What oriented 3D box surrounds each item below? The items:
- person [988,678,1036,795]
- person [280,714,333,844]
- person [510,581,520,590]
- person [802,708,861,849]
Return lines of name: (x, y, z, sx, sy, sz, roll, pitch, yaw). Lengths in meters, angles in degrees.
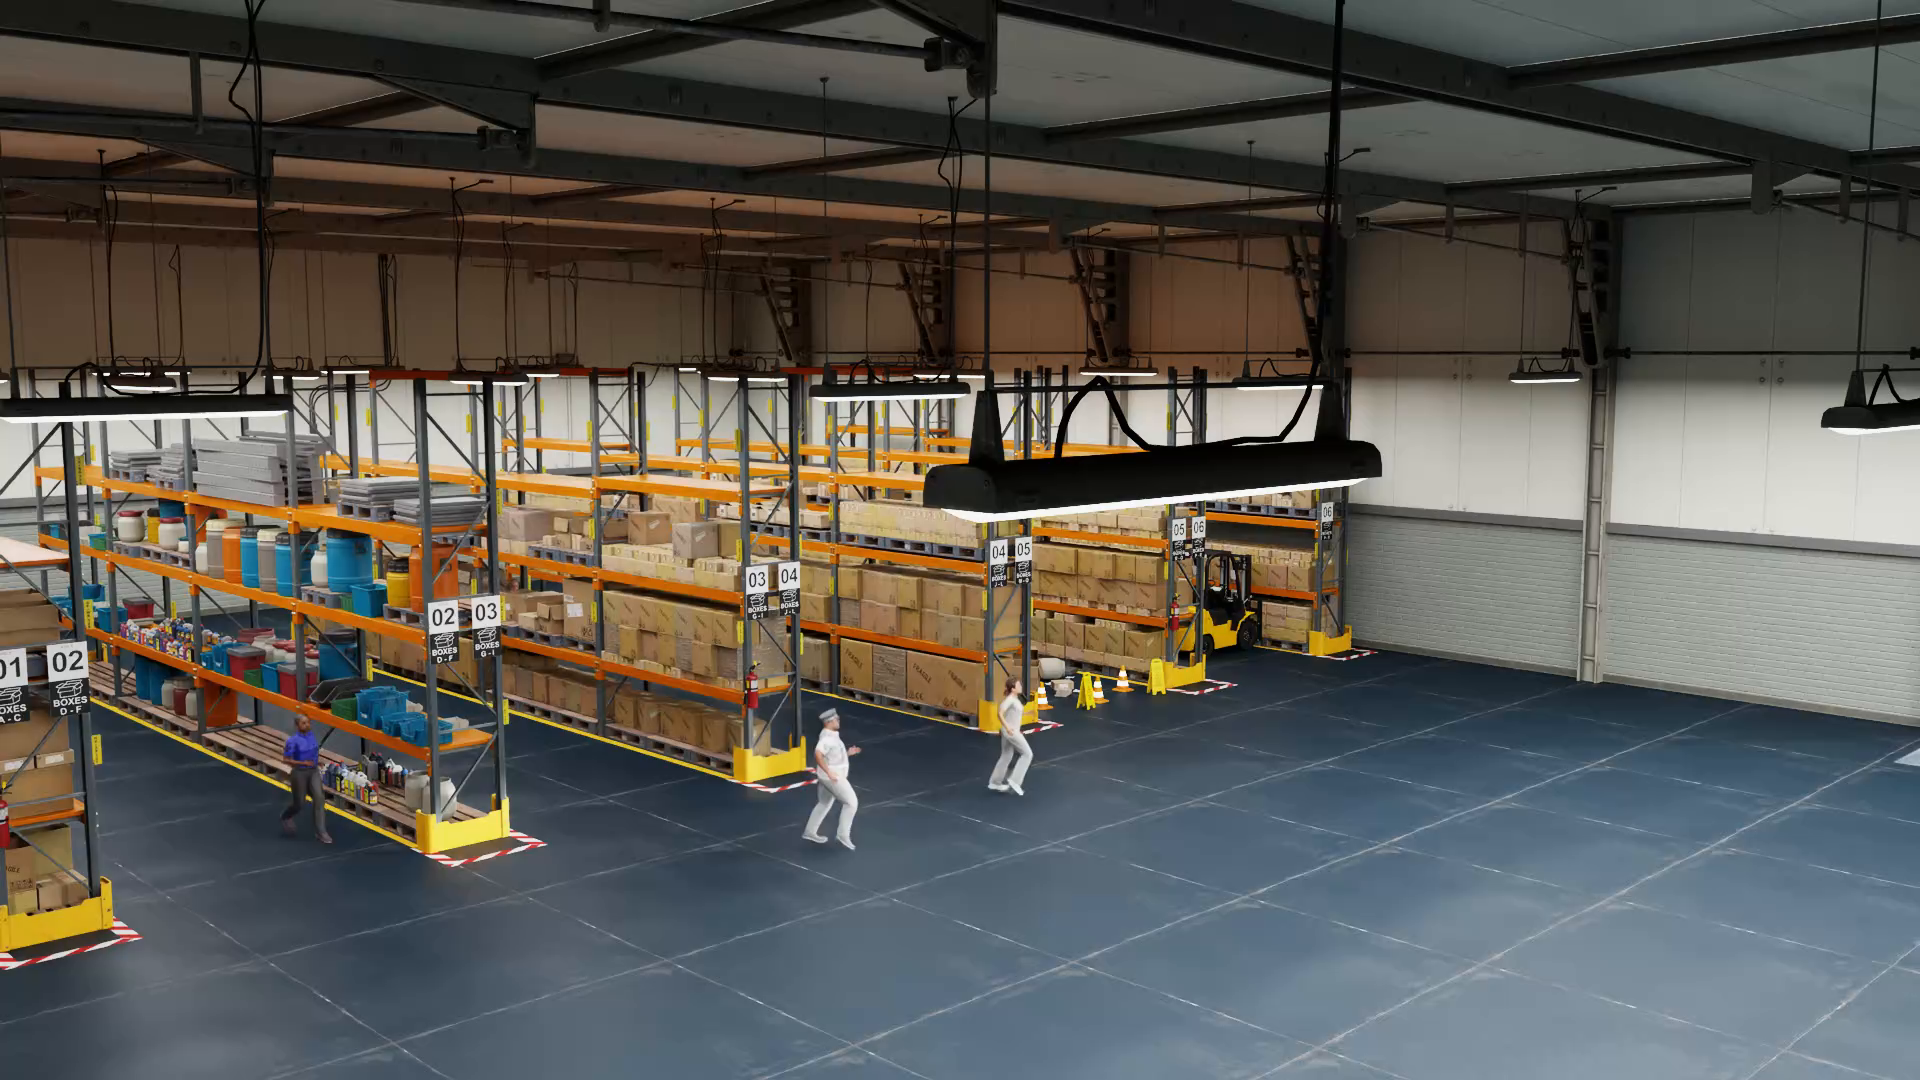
person: (0.753, 2.820, 23.931, 0.707, 1.702, 0.537, 0, 6, -4)
person: (-8.503, 3.077, 21.568, 0.920, 1.645, 0.581, 4, 8, 34)
person: (-8.959, 1.679, 33.725, 0.636, 1.699, 0.661, -6, 9, -43)
person: (-1.625, 3.065, 21.267, 0.760, 1.853, 0.632, -2, 7, -19)
